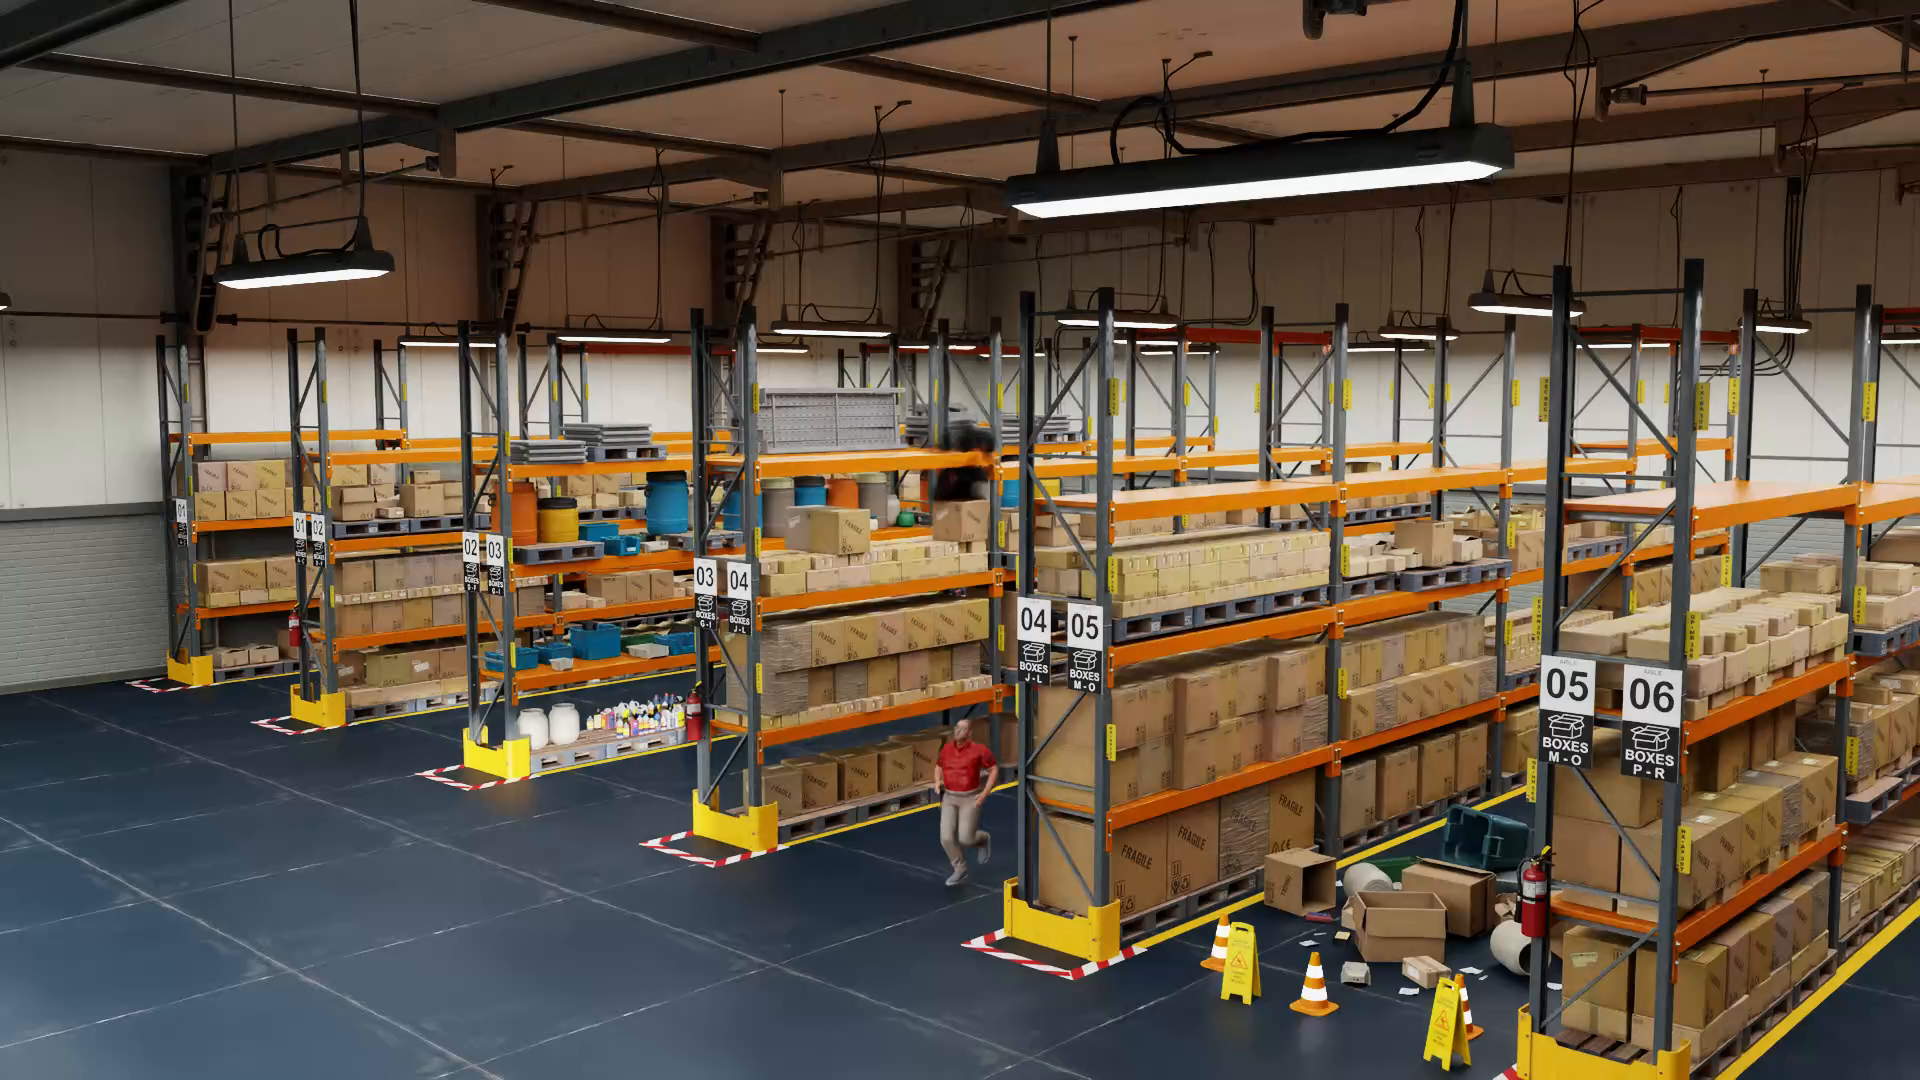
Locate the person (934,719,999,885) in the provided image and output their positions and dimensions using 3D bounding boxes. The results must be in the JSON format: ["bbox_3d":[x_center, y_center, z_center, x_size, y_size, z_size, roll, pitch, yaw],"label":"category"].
[{"bbox_3d":[0.037,2.679,17.114,0.709,1.686,0.607,3,6,26],"label":"person"}]
